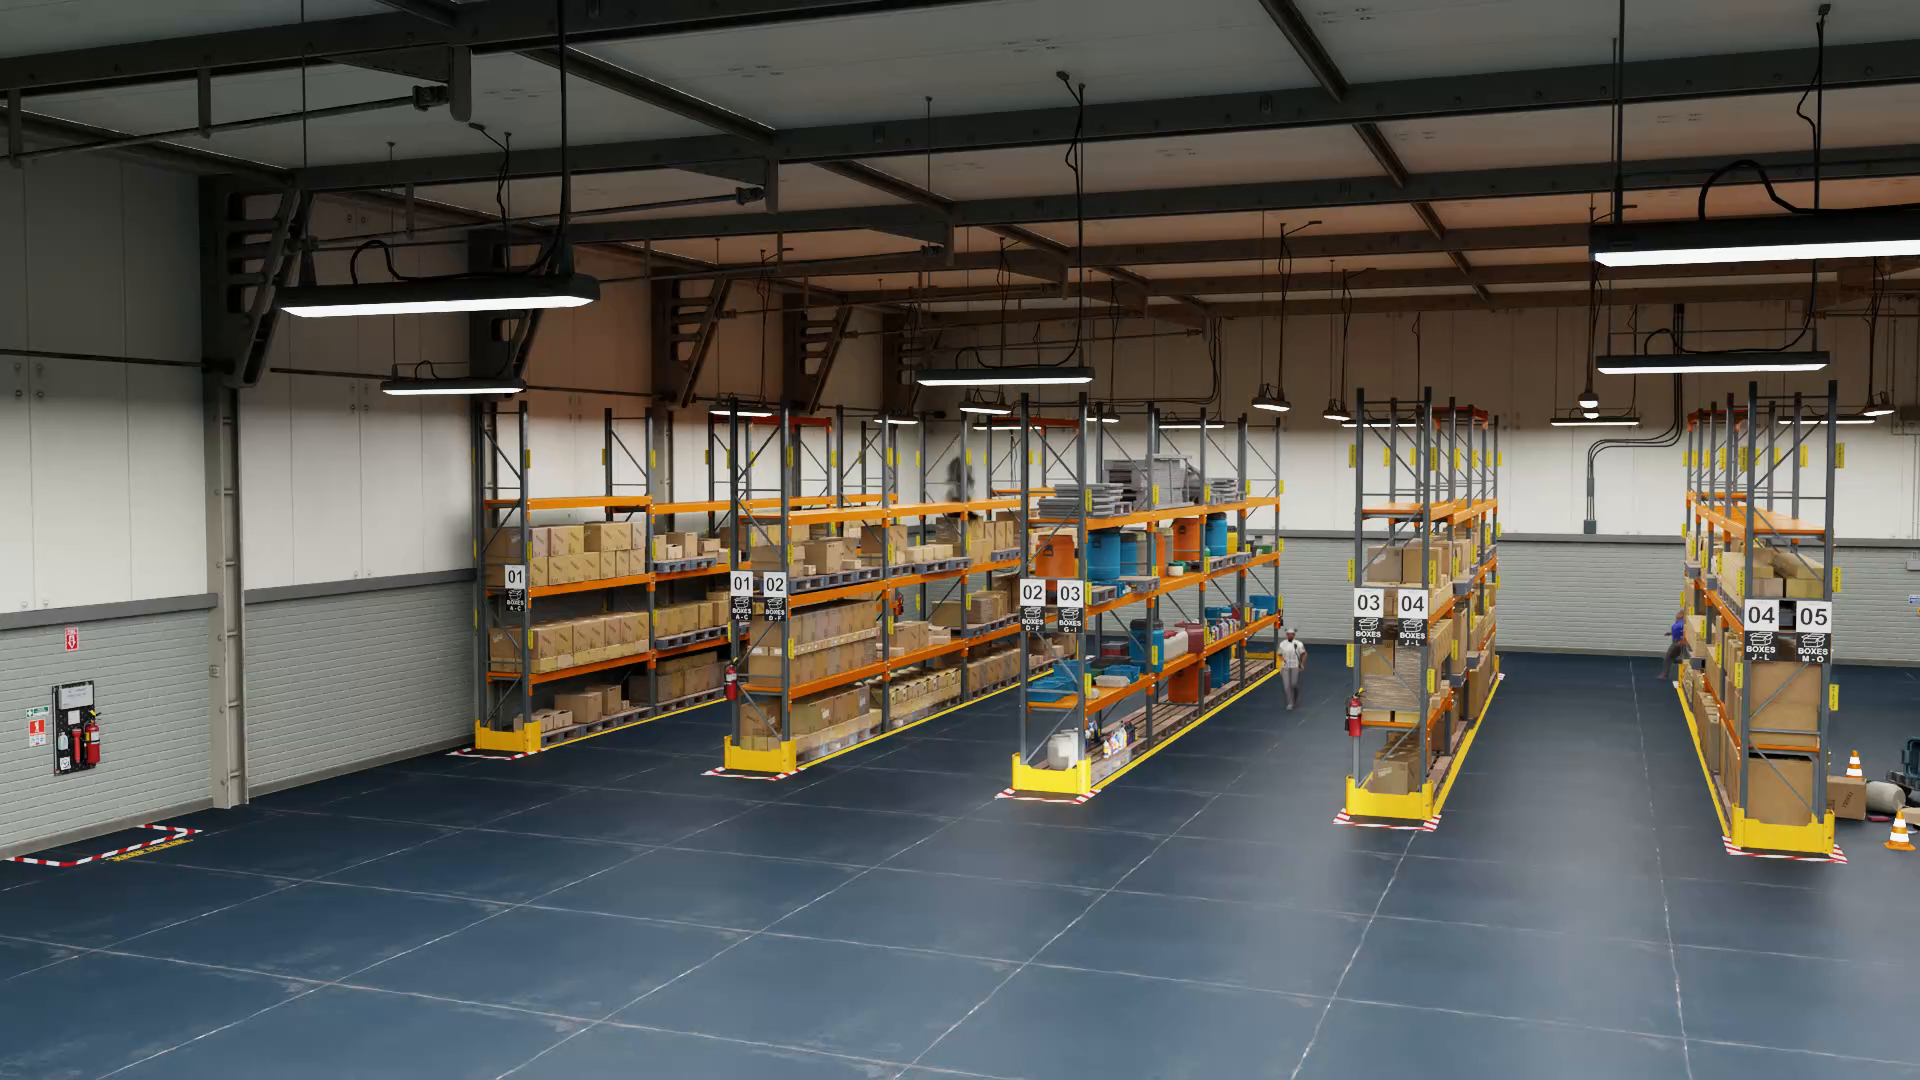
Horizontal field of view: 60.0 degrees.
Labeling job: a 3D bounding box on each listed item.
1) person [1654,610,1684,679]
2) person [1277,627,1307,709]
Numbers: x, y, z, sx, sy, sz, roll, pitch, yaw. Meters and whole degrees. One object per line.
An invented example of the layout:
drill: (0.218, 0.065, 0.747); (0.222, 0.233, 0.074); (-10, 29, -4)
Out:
person: (16.143, 2.366, 37.520); (0.851, 1.601, 0.636); (1, 3, 22)
person: (6.596, 2.558, 33.156); (0.562, 1.661, 0.562); (1, 3, 20)
